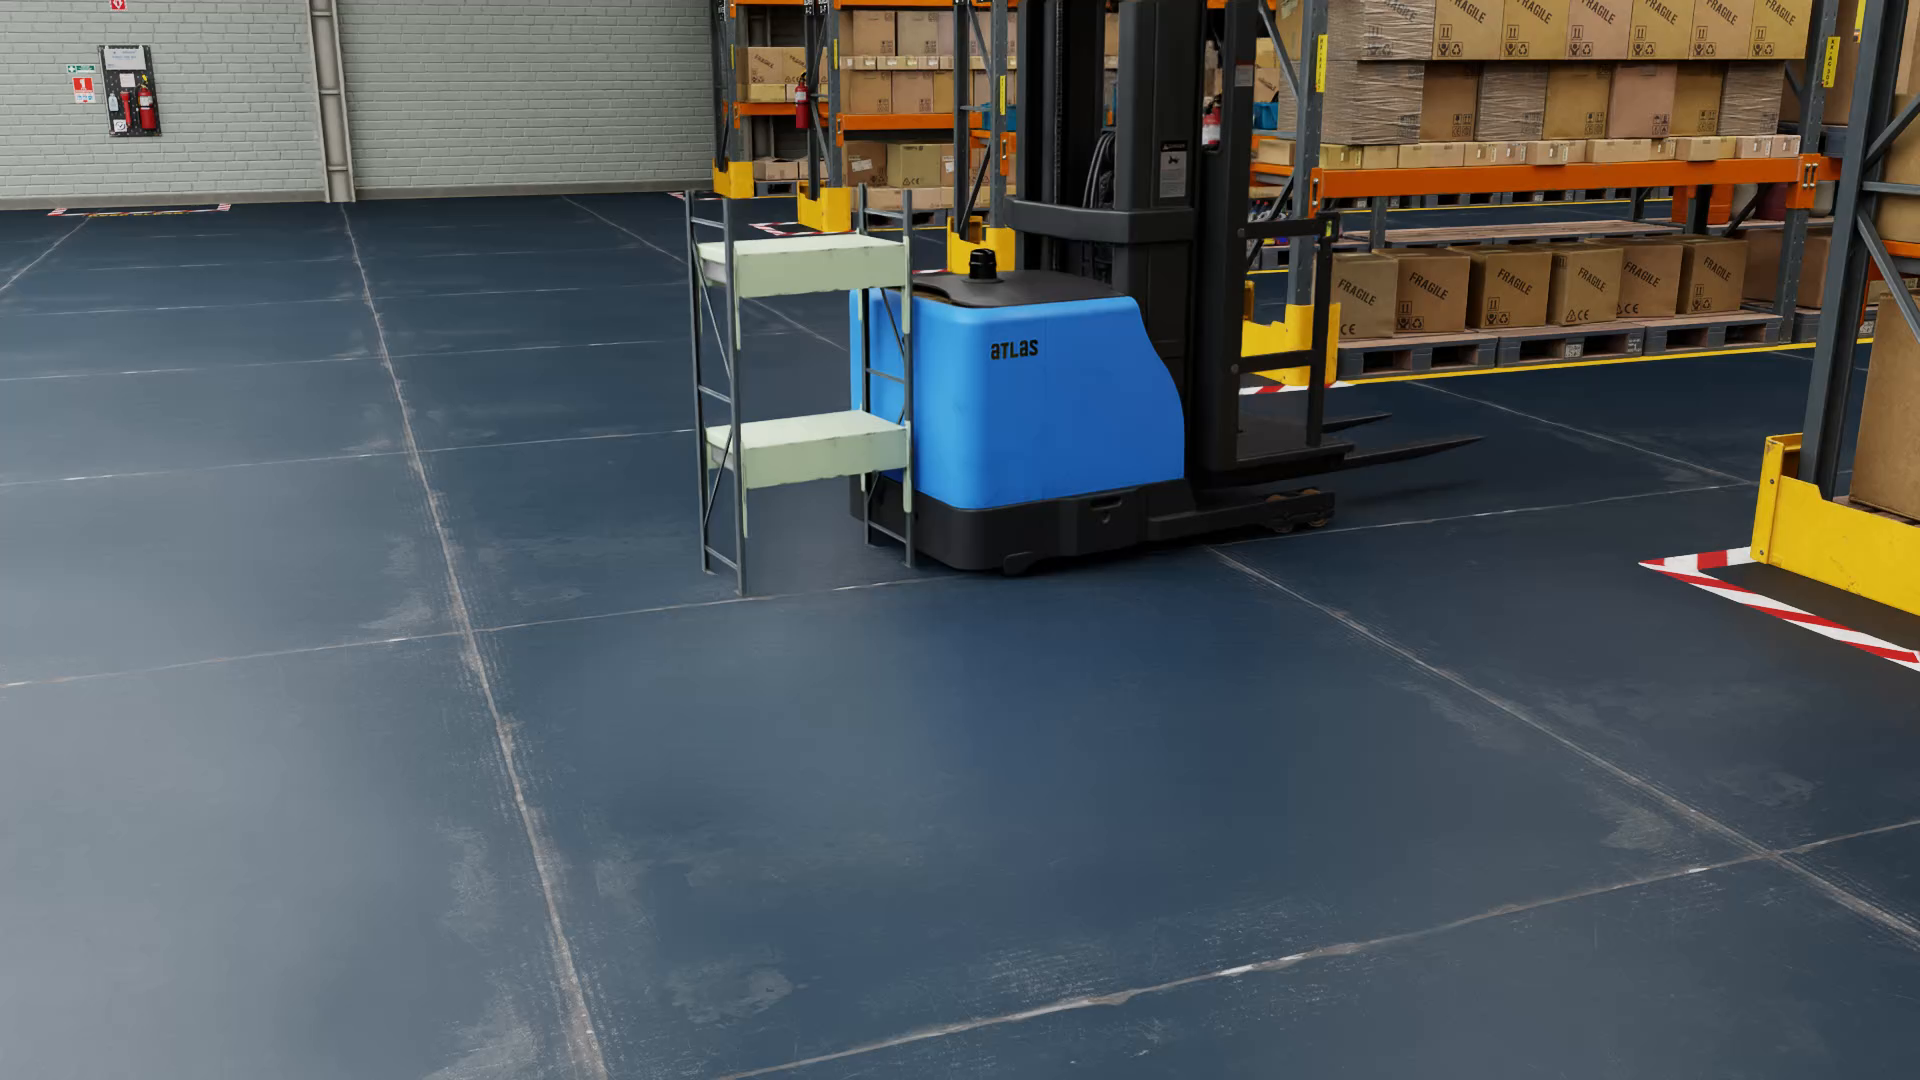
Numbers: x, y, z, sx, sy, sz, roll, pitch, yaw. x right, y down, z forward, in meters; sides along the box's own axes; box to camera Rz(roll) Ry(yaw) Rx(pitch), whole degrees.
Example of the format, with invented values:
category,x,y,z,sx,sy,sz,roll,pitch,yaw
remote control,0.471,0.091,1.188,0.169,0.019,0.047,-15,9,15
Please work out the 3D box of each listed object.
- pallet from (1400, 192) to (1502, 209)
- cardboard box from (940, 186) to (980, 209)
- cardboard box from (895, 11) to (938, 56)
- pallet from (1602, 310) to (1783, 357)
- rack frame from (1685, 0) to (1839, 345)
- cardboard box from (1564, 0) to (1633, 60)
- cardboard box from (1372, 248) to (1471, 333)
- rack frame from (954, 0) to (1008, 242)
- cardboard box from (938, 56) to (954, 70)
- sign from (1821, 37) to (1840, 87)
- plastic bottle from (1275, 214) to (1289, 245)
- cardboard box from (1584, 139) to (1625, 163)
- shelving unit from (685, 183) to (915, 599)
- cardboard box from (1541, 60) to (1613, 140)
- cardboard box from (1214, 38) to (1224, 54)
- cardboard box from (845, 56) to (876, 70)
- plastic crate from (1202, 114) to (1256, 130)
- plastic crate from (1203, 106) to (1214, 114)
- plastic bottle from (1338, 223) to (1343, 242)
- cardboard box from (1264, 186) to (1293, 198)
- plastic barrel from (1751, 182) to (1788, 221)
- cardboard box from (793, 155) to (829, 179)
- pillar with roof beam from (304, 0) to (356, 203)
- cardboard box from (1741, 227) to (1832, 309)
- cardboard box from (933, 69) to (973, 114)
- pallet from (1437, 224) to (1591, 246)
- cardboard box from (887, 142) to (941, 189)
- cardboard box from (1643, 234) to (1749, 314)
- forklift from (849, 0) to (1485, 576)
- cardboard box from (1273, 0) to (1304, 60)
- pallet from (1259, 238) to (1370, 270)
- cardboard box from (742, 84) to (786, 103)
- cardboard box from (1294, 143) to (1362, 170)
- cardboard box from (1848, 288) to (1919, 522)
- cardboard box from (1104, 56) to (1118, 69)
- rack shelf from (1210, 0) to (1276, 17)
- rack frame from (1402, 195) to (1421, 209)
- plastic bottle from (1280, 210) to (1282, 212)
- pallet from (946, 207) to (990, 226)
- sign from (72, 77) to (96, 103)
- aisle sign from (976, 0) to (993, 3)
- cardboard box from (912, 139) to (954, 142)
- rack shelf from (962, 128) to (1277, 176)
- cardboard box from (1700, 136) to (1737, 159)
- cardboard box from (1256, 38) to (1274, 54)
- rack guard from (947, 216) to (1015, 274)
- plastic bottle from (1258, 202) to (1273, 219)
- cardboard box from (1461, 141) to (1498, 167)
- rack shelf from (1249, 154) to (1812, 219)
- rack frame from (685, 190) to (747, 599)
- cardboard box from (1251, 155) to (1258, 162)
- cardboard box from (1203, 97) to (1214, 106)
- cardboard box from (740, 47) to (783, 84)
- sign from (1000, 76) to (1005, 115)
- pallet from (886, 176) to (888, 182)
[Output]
category,x,y,z,sx,sy,sz,roll,pitch,yaw
pallet,6.588,-4.696,22.716,1.213,0.211,1.003,-6,17,-20
cardboard box,-0.080,-4.142,20.013,0.500,0.250,0.500,-6,17,-20
cardboard box,-0.614,-5.936,19.509,0.500,0.500,0.700,-7,18,-22
pallet,5.069,-1.544,11.981,1.213,0.211,1.003,-6,17,-20
rack frame,5.683,-2.959,11.850,0.127,3.000,1.000,-6,17,-20
cardboard box,3.960,-3.361,10.740,0.500,0.500,0.500,-6,17,-20
cardboard box,3.083,-1.685,11.205,0.500,0.500,0.500,-2,16,-6
rack frame,0.176,-3.859,14.914,0.127,3.000,1.000,-6,17,-20
cardboard box,-0.186,-5.609,19.546,0.250,0.149,0.380,-7,18,-22
sign,5.884,-3.232,11.245,0.005,0.325,0.100,-6,17,-20
plastic bottle,3.096,-2.982,15.970,0.133,0.283,0.061,-5,17,-16
cardboard box,4.182,-2.592,11.046,0.250,0.149,0.380,-6,17,-20
shelving unit,-0.607,-0.599,6.475,0.755,1.500,0.431,-9,19,-29
cardboard box,3.849,-2.963,11.158,0.500,0.500,0.875,-6,17,-20
cardboard box,4.432,-7.946,26.761,0.500,0.250,0.500,-6,17,-19
cardboard box,-1.150,-5.504,19.190,0.250,0.149,0.380,-6,18,-20
plastic crate,2.485,-3.905,15.540,0.437,0.136,0.530,-6,17,-20
plastic crate,2.542,-4.098,16.104,0.662,0.188,0.450,-6,17,-20
plastic bottle,3.684,-3.012,16.216,0.097,0.201,0.097,0,16,0
cardboard box,4.043,-4.578,21.500,0.500,0.250,0.500,-6,17,-19
plastic barrel,9.151,-3.877,18.513,0.708,0.588,0.600,-6,17,-20
cardboard box,-2.159,-5.490,24.460,0.500,0.311,0.500,-5,17,-15
pillar with roof beam,-7.088,-7.904,18.044,0.400,9.000,9.100,-6,17,-20
cardboard box,6.264,-2.027,12.332,0.500,0.500,0.700,-8,18,-24
cardboard box,-0.198,-5.357,19.838,0.500,0.500,0.700,-6,17,-20
pallet,5.771,-3.137,17.408,1.213,0.211,1.003,-6,17,-20
cardboard box,-0.547,-4.451,19.734,0.500,0.500,0.500,-6,17,-20
cardboard box,5.295,-1.931,12.042,0.500,0.500,0.500,-7,18,-22
forklift,1.054,-1.552,7.182,3.031,2.935,1.130,-9,19,-29
cardboard box,2.373,-3.346,10.690,0.500,0.500,0.500,-6,17,-20
pallet,3.269,-2.867,16.487,1.213,0.211,1.003,-6,17,-20
cardboard box,-2.800,-6.369,23.692,0.500,0.250,0.500,-7,18,-22
cardboard box,2.299,-2.401,10.396,0.250,0.149,0.380,-6,17,-20
cardboard box,4.238,-0.508,6.530,0.875,0.875,0.875,-6,17,-20
cardboard box,1.733,-5.817,20.253,0.250,0.149,0.380,-7,18,-21
rack shelf,5.969,-8.567,26.903,4.000,0.370,1.077,-6,17,-20
rack frame,5.877,-5.969,22.100,0.127,3.000,1.000,-6,17,-20
plastic bottle,3.164,-3.210,16.757,0.135,0.276,0.152,-5,17,-18
pallet,0.243,-4.034,20.462,1.213,0.211,1.003,-6,17,-20
sign,-11.502,-5.908,21.829,0.234,0.329,0.001,-6,17,-20
aisle sign,0.213,-5.022,14.261,0.004,0.787,0.394,-6,17,-20
cardboard box,-0.270,-4.641,20.383,0.500,0.500,0.500,-6,17,-20
rack shelf,2.043,-3.715,15.702,4.000,0.370,1.077,-6,17,-20
cardboard box,5.096,-2.707,11.439,0.250,0.149,0.380,-6,17,-20
cardboard box,4.644,-7.813,26.308,0.500,0.250,0.500,-6,17,-19
rack guard,0.230,-2.679,15.335,0.348,0.500,1.175,-6,17,-20
plastic bottle,3.060,-3.192,16.564,0.185,0.351,0.144,-6,17,-20
cardboard box,3.240,-2.496,10.721,0.250,0.149,0.380,-6,17,-20
rack shelf,3.815,-2.412,11.265,4.000,0.370,1.077,-6,17,-20
rack frame,-0.923,-0.546,6.297,0.023,1.500,0.400,-9,19,-29
cardboard box,3.569,-4.795,21.241,0.500,0.311,0.500,-7,18,-22
cardboard box,3.042,-5.481,20.883,0.250,0.149,0.380,-6,17,-20
cardboard box,-2.816,-6.732,23.598,0.500,0.500,0.500,-6,17,-20
sign,0.368,-3.846,14.381,0.005,0.325,0.100,-6,17,-20
pallet,-1.390,-5.329,24.872,1.213,0.211,1.003,-6,17,-20
